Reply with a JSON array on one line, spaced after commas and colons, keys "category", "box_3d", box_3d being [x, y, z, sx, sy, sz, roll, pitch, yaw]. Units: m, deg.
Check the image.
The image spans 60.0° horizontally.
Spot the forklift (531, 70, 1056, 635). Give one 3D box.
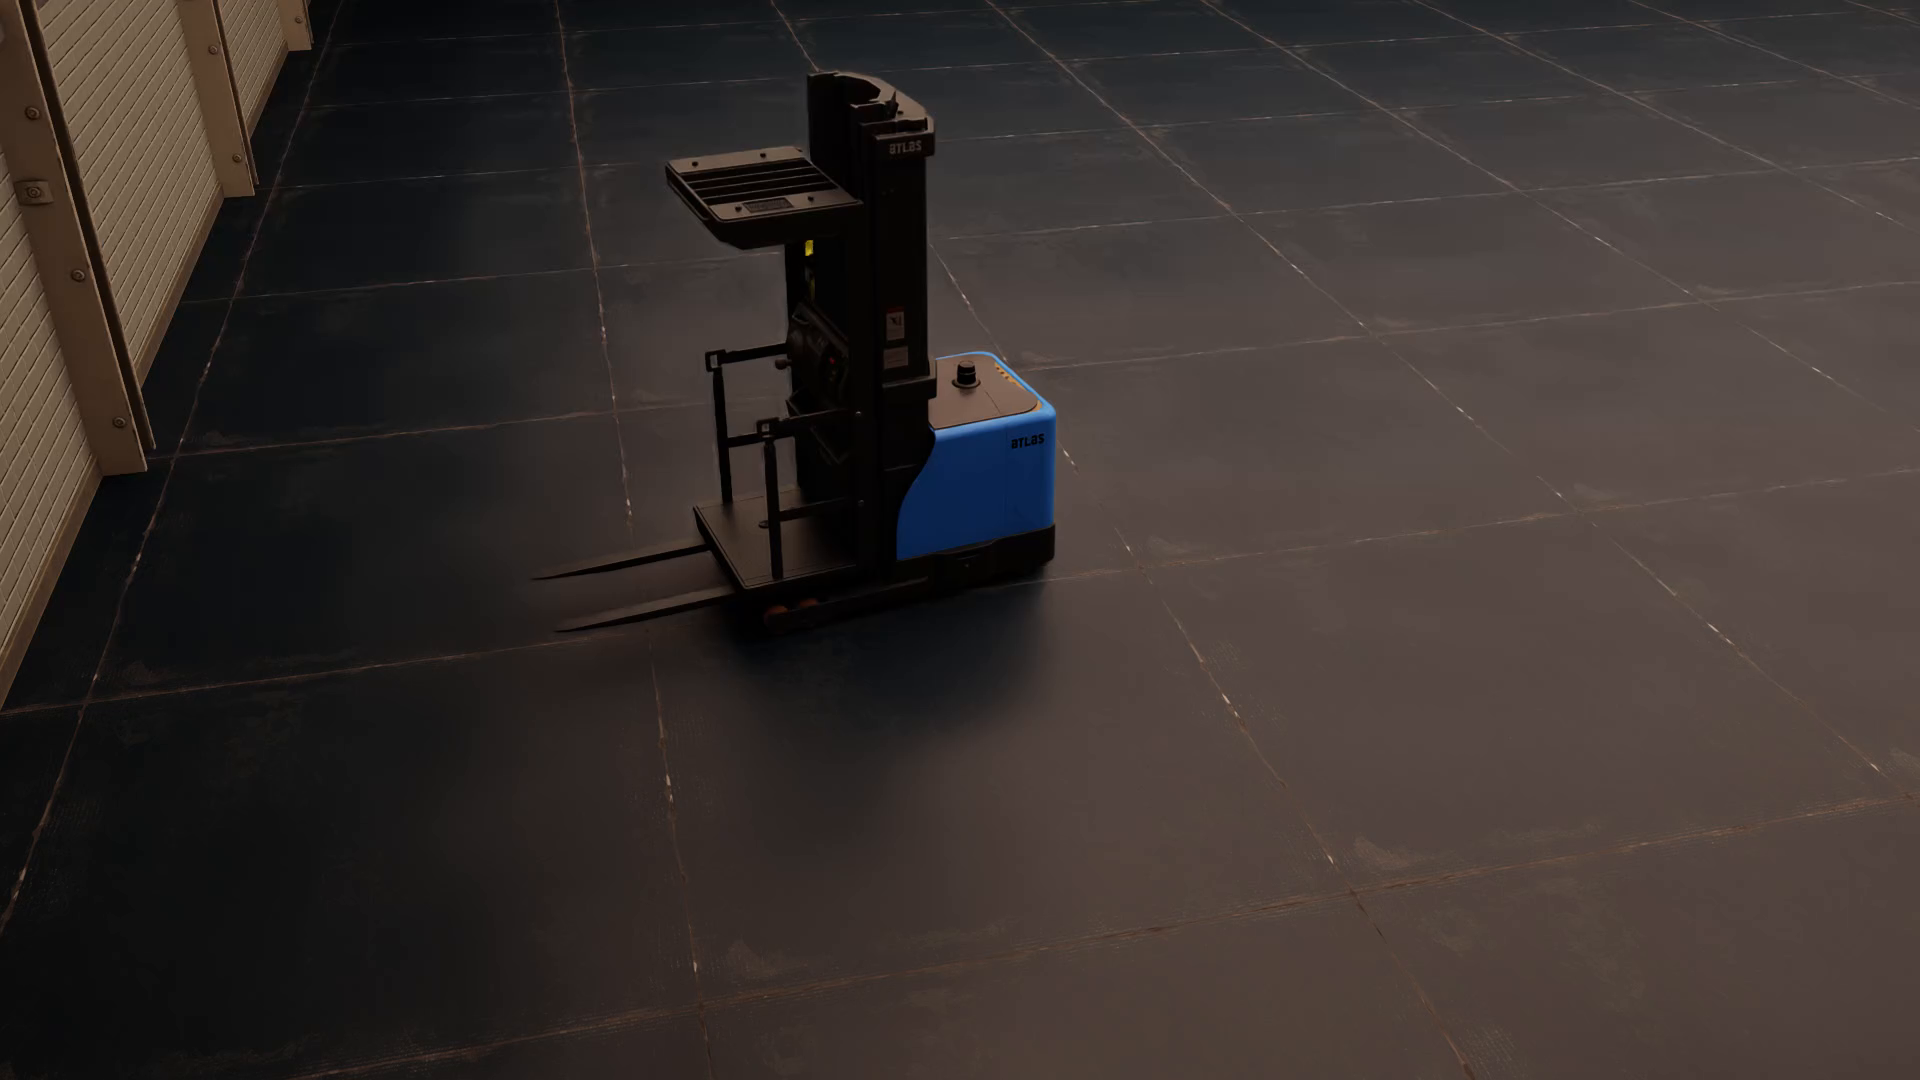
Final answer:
[{"category": "forklift", "box_3d": [-0.986, -1.025, 9.345, 3.031, 2.935, 1.130, -12, 32, -20]}]

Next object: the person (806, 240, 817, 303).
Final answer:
[{"category": "person", "box_3d": [-0.862, -1.367, 11.381, 0.568, 1.721, 1.153, -3, 30, -5]}]
